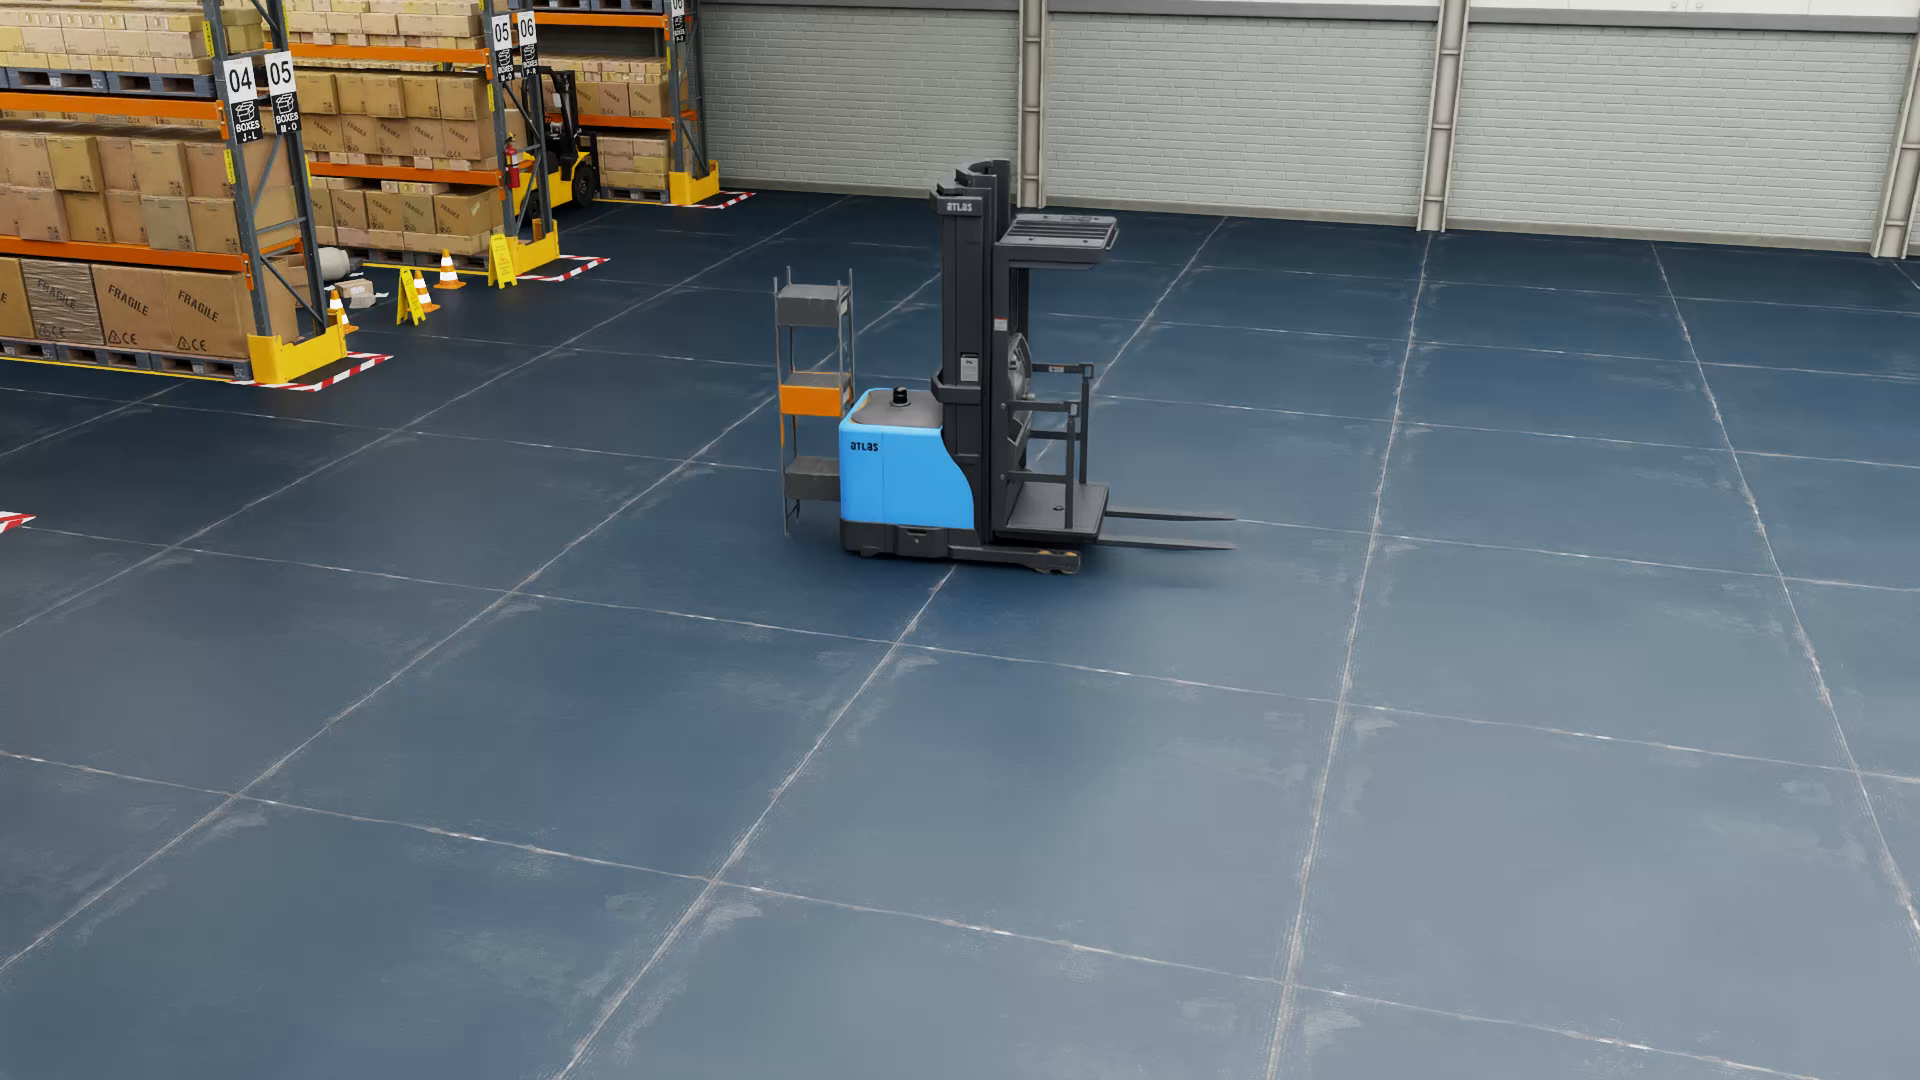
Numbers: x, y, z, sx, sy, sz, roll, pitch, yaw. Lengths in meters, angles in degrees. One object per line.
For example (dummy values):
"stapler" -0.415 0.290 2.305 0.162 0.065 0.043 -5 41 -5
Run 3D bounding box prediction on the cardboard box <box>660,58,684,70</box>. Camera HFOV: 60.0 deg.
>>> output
"cardboard box" -4.487 -7.422 25.938 0.250 0.149 0.380 6 23 14

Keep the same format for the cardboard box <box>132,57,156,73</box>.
"cardboard box" -7.894 -4.691 16.353 0.250 0.149 0.380 7 23 16

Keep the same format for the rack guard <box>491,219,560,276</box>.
"rack guard" -5.730 -3.871 21.954 0.348 0.500 1.175 7 23 16

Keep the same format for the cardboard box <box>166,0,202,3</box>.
"cardboard box" -10.078 -7.219 21.855 0.500 0.250 0.500 7 23 17

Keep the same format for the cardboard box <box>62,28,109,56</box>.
"cardboard box" -8.499 -4.969 16.505 0.500 0.250 0.500 6 23 15

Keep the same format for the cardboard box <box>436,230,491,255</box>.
"cardboard box" -6.532 -3.935 21.886 0.500 0.250 0.500 6 23 15

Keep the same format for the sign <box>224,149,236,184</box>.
"sign" -7.160 -3.660 16.306 0.005 0.325 0.100 7 23 16

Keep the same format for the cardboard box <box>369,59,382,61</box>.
"cardboard box" -9.536 -7.884 27.456 0.250 0.149 0.380 6 23 15

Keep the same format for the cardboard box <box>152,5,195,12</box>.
"cardboard box" -7.944 -5.327 16.852 0.250 0.149 0.380 7 23 16

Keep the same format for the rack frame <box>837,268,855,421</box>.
"rack frame" -0.870 -1.029 12.916 0.015 2.100 0.400 4 23 9

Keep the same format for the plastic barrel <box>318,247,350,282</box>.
"plastic barrel" -8.072 -3.504 21.159 0.512 0.421 0.421 -14 26 -30

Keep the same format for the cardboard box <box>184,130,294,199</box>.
"cardboard box" -7.334 -3.834 16.948 0.550 0.550 0.875 7 23 16

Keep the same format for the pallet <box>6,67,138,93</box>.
"pallet" -8.875 -4.767 17.009 1.213 0.211 1.003 7 23 16

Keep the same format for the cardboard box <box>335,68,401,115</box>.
"cardboard box" -7.647 -5.825 21.581 0.500 0.500 0.700 6 23 15

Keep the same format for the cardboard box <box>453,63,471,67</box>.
"cardboard box" -7.837 -7.603 26.380 0.250 0.149 0.380 7 23 17

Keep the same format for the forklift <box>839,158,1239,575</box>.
"forklift" 0.637 -1.313 12.514 3.031 2.935 1.130 4 23 9

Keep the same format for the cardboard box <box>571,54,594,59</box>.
"cardboard box" -5.959 -7.602 26.376 0.250 0.149 0.380 7 23 16

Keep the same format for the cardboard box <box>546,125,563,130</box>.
"cardboard box" -6.560 -6.553 26.949 0.500 0.250 0.500 7 23 16

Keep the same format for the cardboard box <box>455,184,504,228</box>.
"cardboard box" -6.372 -4.480 22.226 0.500 0.500 0.500 6 23 14

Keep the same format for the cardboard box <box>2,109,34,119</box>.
"cardboard box" -12.952 -6.141 23.117 0.500 0.500 0.500 6 23 14

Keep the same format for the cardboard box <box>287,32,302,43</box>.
"cardboard box" -8.527 -6.528 21.516 0.250 0.149 0.380 7 23 17

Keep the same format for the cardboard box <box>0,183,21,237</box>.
"cardboard box" -9.930 -3.630 17.874 0.550 0.550 0.875 7 23 16

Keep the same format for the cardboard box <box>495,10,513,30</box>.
"cardboard box" -6.062 -6.627 21.233 0.500 0.250 0.500 6 23 15

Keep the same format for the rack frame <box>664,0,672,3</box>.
"rack frame" -4.227 -9.599 24.719 0.127 3.000 1.000 7 23 16

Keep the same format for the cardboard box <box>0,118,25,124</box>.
"cardboard box" -10.476 -4.165 17.755 0.550 0.550 0.875 7 23 16

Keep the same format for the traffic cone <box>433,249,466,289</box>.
"traffic cone" -6.441 -3.424 20.913 0.334 0.463 0.336 7 23 16

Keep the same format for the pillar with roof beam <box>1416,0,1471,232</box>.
"pillar with roof beam" 5.612 -7.123 18.683 0.400 9.000 9.100 7 23 16

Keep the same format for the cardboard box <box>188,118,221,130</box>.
"cardboard box" -9.995 -5.803 22.294 0.500 0.500 0.500 6 23 15

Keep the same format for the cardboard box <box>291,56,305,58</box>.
"cardboard box" -11.003 -8.046 27.851 0.250 0.149 0.380 7 23 15

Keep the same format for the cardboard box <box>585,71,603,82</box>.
"cardboard box" -5.627 -7.217 25.831 0.250 0.149 0.380 6 23 14

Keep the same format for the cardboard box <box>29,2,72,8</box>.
"cardboard box" -9.407 -5.494 17.260 0.250 0.149 0.380 7 23 16

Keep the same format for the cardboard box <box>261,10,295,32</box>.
"cardboard box" -8.648 -6.713 21.442 0.500 0.250 0.500 6 23 15

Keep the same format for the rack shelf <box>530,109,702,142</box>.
"rack shelf" -6.142 -6.710 26.528 4.000 0.370 1.077 7 23 16

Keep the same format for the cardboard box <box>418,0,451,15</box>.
"cardboard box" -6.552 -6.653 20.770 0.250 0.149 0.380 6 23 15

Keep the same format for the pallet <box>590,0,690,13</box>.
"pallet" -4.896 -8.257 25.517 1.213 0.211 1.003 7 23 16

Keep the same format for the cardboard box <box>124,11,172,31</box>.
"cardboard box" -7.895 -5.061 16.202 0.250 0.149 0.380 7 23 16

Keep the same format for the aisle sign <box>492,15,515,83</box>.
"aisle sign" -5.682 -6.110 20.693 0.004 0.787 0.394 7 23 16

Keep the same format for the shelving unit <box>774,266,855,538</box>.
"shelving unit" -1.110 -1.045 12.955 0.503 2.100 0.431 4 23 9

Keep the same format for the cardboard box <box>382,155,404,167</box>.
"cardboard box" -7.322 -4.981 21.698 0.250 0.149 0.380 6 23 15

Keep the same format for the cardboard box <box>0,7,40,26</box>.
"cardboard box" -9.351 -5.227 16.608 0.250 0.149 0.380 7 23 15

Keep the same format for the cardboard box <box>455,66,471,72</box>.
"cardboard box" -7.827 -7.478 26.466 0.250 0.149 0.380 6 23 15

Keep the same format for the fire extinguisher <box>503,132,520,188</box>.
"fire extinguisher" -5.681 -4.804 21.035 0.183 0.674 0.296 7 23 16

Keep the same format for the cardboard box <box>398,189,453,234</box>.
"cardboard box" -7.000 -4.338 21.879 0.500 0.500 0.500 7 23 17

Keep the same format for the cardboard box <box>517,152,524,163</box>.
"cardboard box" -5.923 -5.016 21.781 0.250 0.149 0.380 7 23 16

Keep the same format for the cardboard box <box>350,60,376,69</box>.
"cardboard box" -9.680 -7.694 26.994 0.250 0.149 0.380 7 23 16

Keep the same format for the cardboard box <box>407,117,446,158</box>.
"cardboard box" -6.734 -5.219 21.423 0.500 0.500 0.500 7 23 16

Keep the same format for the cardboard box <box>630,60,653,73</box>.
"cardboard box" -4.876 -7.286 25.606 0.250 0.149 0.380 7 23 16

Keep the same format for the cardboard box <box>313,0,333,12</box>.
"cardboard box" -8.017 -6.823 21.183 0.250 0.149 0.380 6 23 15

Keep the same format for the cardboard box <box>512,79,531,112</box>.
"cardboard box" -6.719 -7.058 26.298 0.500 0.500 0.500 6 23 15

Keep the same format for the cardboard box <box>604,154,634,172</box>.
"cardboard box" -5.260 -5.976 26.201 0.500 0.250 0.500 6 23 15

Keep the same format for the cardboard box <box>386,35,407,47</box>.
"cardboard box" -7.047 -6.348 21.076 0.250 0.149 0.380 6 23 15

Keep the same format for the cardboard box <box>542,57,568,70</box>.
"cardboard box" -6.337 -7.470 26.055 0.250 0.149 0.380 7 23 16

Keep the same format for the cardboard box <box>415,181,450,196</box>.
"cardboard box" -6.870 -4.598 21.658 0.250 0.149 0.380 7 23 17

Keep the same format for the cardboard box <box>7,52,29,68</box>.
"cardboard box" -9.350 -4.858 16.760 0.250 0.149 0.380 7 23 16

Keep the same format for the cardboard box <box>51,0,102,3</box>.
"cardboard box" -11.848 -7.175 22.626 0.637 0.503 0.797 7 23 16
